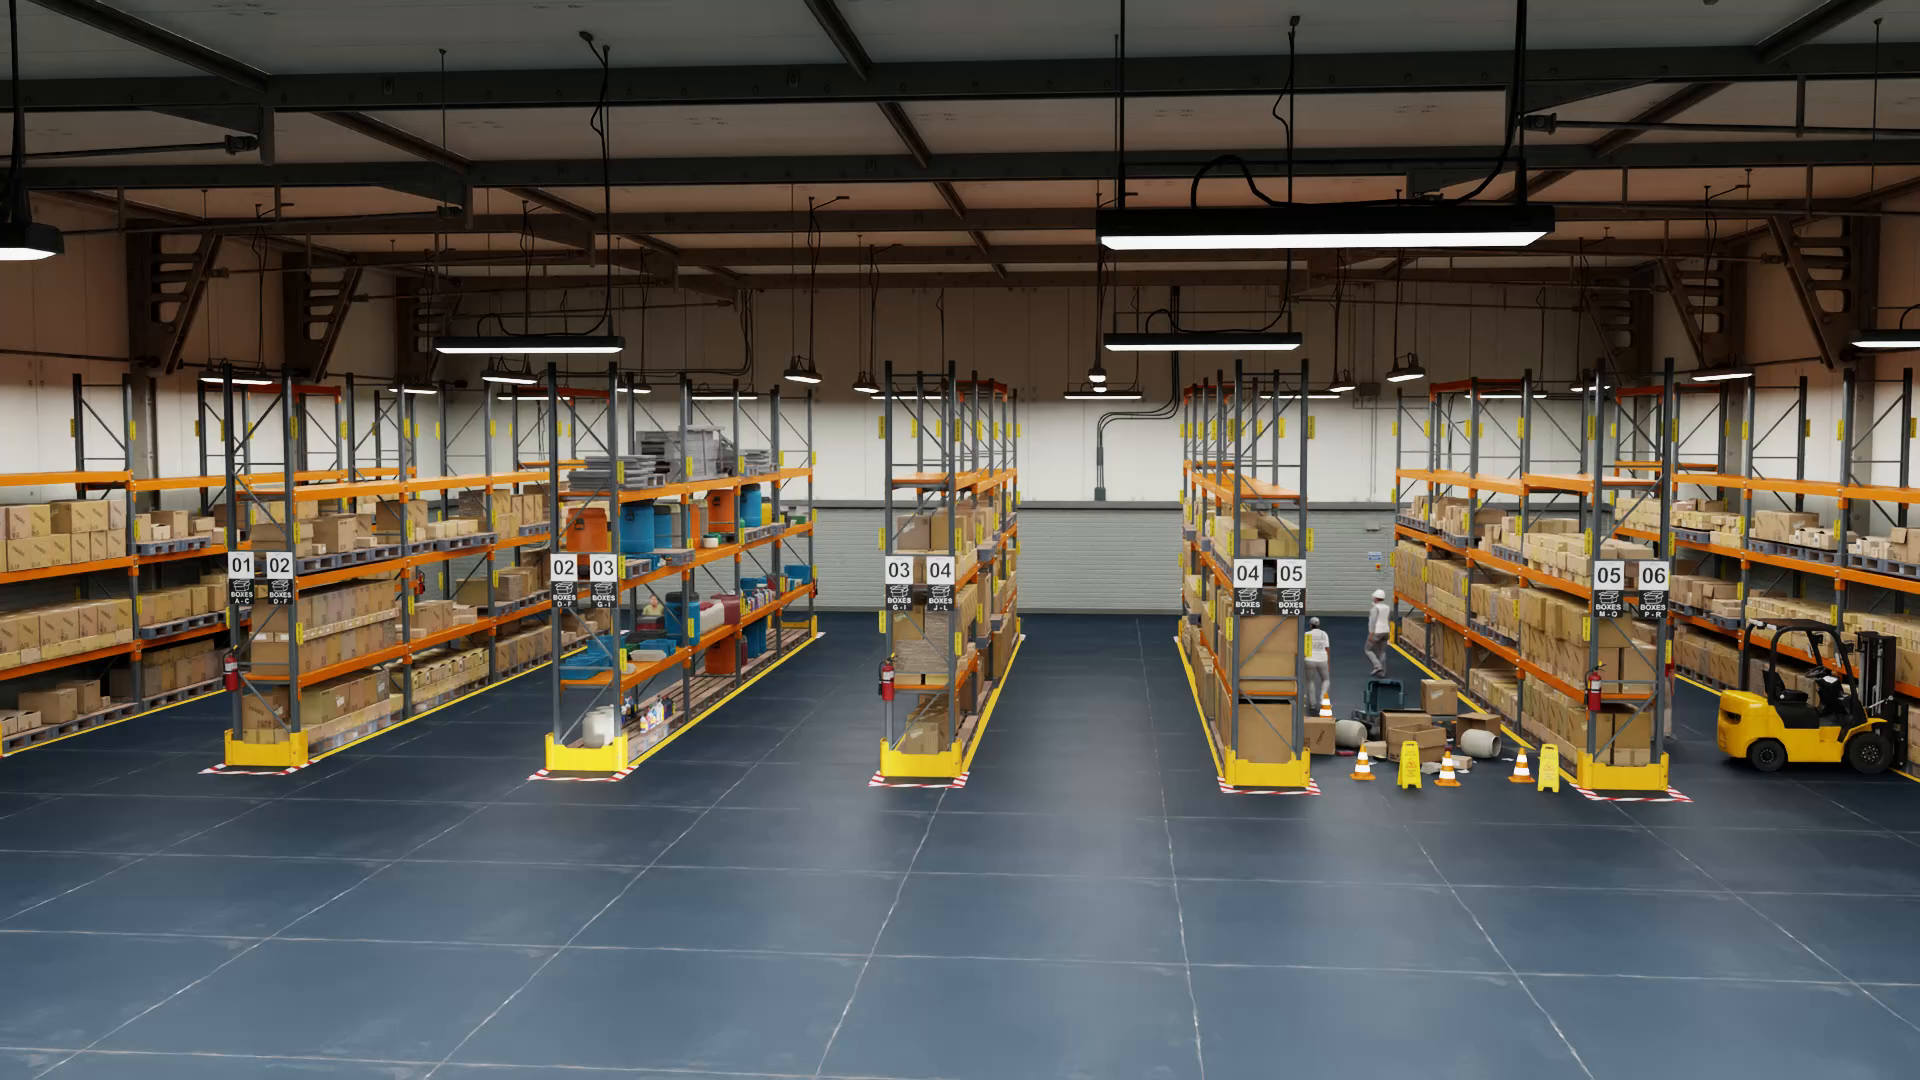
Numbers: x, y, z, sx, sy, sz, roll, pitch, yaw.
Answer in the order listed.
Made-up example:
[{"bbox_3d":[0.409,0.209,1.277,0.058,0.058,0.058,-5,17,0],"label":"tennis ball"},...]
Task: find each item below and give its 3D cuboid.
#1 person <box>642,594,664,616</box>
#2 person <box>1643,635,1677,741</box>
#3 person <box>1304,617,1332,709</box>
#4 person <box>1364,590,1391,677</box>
[{"bbox_3d":[-6.409,1.903,35.172,0.560,1.581,0.693,1,4,14],"label":"person"},{"bbox_3d":[11.227,2.386,26.759,0.579,1.723,0.565,0,4,3],"label":"person"},{"bbox_3d":[6.409,2.217,29.848,0.537,1.660,0.522,0,4,6],"label":"person"},{"bbox_3d":[8.533,1.894,33.791,0.573,1.775,0.457,-2,4,-33],"label":"person"}]
